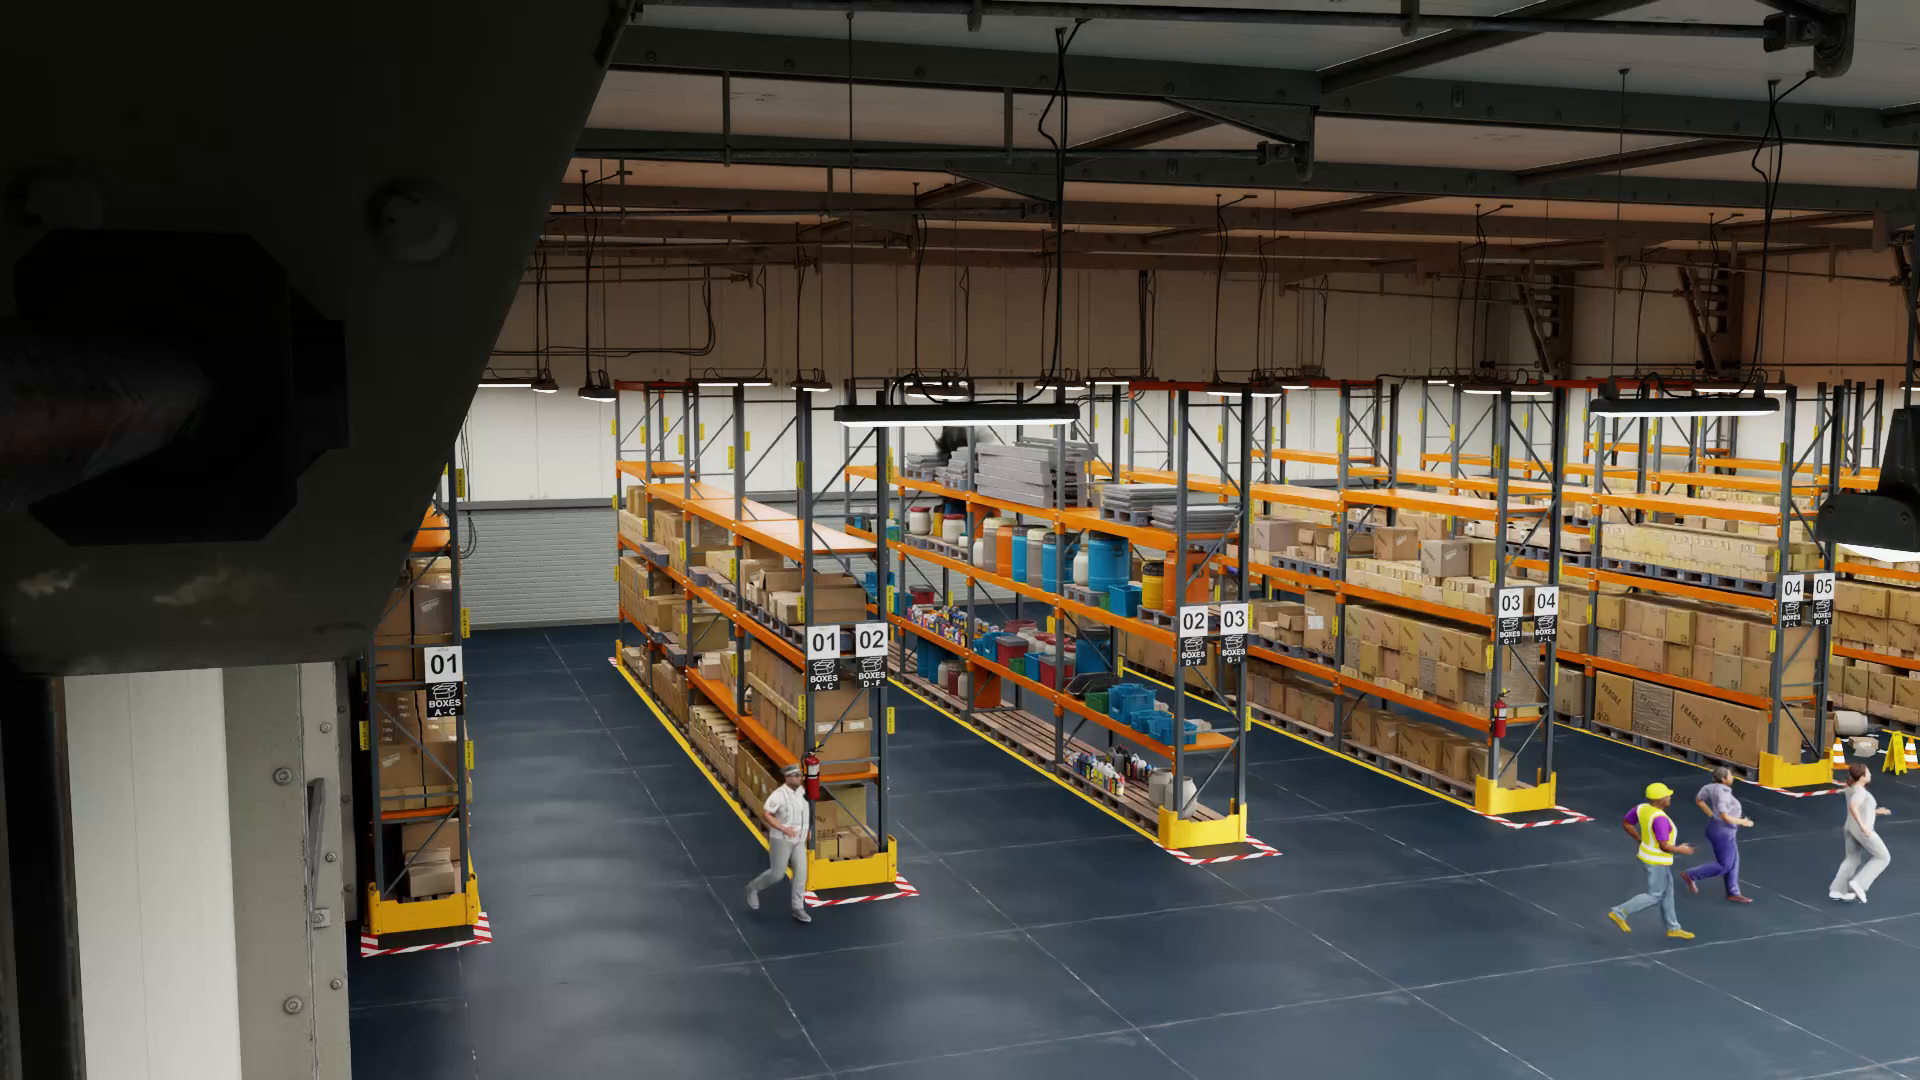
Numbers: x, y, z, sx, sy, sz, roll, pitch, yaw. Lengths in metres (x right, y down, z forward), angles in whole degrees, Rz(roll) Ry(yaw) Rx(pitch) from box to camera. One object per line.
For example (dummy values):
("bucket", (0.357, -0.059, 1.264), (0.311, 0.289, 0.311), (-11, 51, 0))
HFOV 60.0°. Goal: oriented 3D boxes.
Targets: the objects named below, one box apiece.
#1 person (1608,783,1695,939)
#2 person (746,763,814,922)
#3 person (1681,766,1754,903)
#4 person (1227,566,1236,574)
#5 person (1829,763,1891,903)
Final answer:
("person", (7.606, 3.519, 18.202), (0.977, 1.754, 0.709), (0, 6, 3))
("person", (-1.952, 3.435, 19.177), (0.948, 1.742, 0.728), (5, 8, 39))
("person", (8.912, 3.463, 19.538), (0.849, 1.639, 0.607), (1, 6, 7))
("person", (6.567, 1.173, 41.288), (0.761, 1.593, 0.651), (0, 6, -2))
("person", (10.591, 3.437, 19.527), (0.653, 1.634, 0.538), (0, 6, 1))
